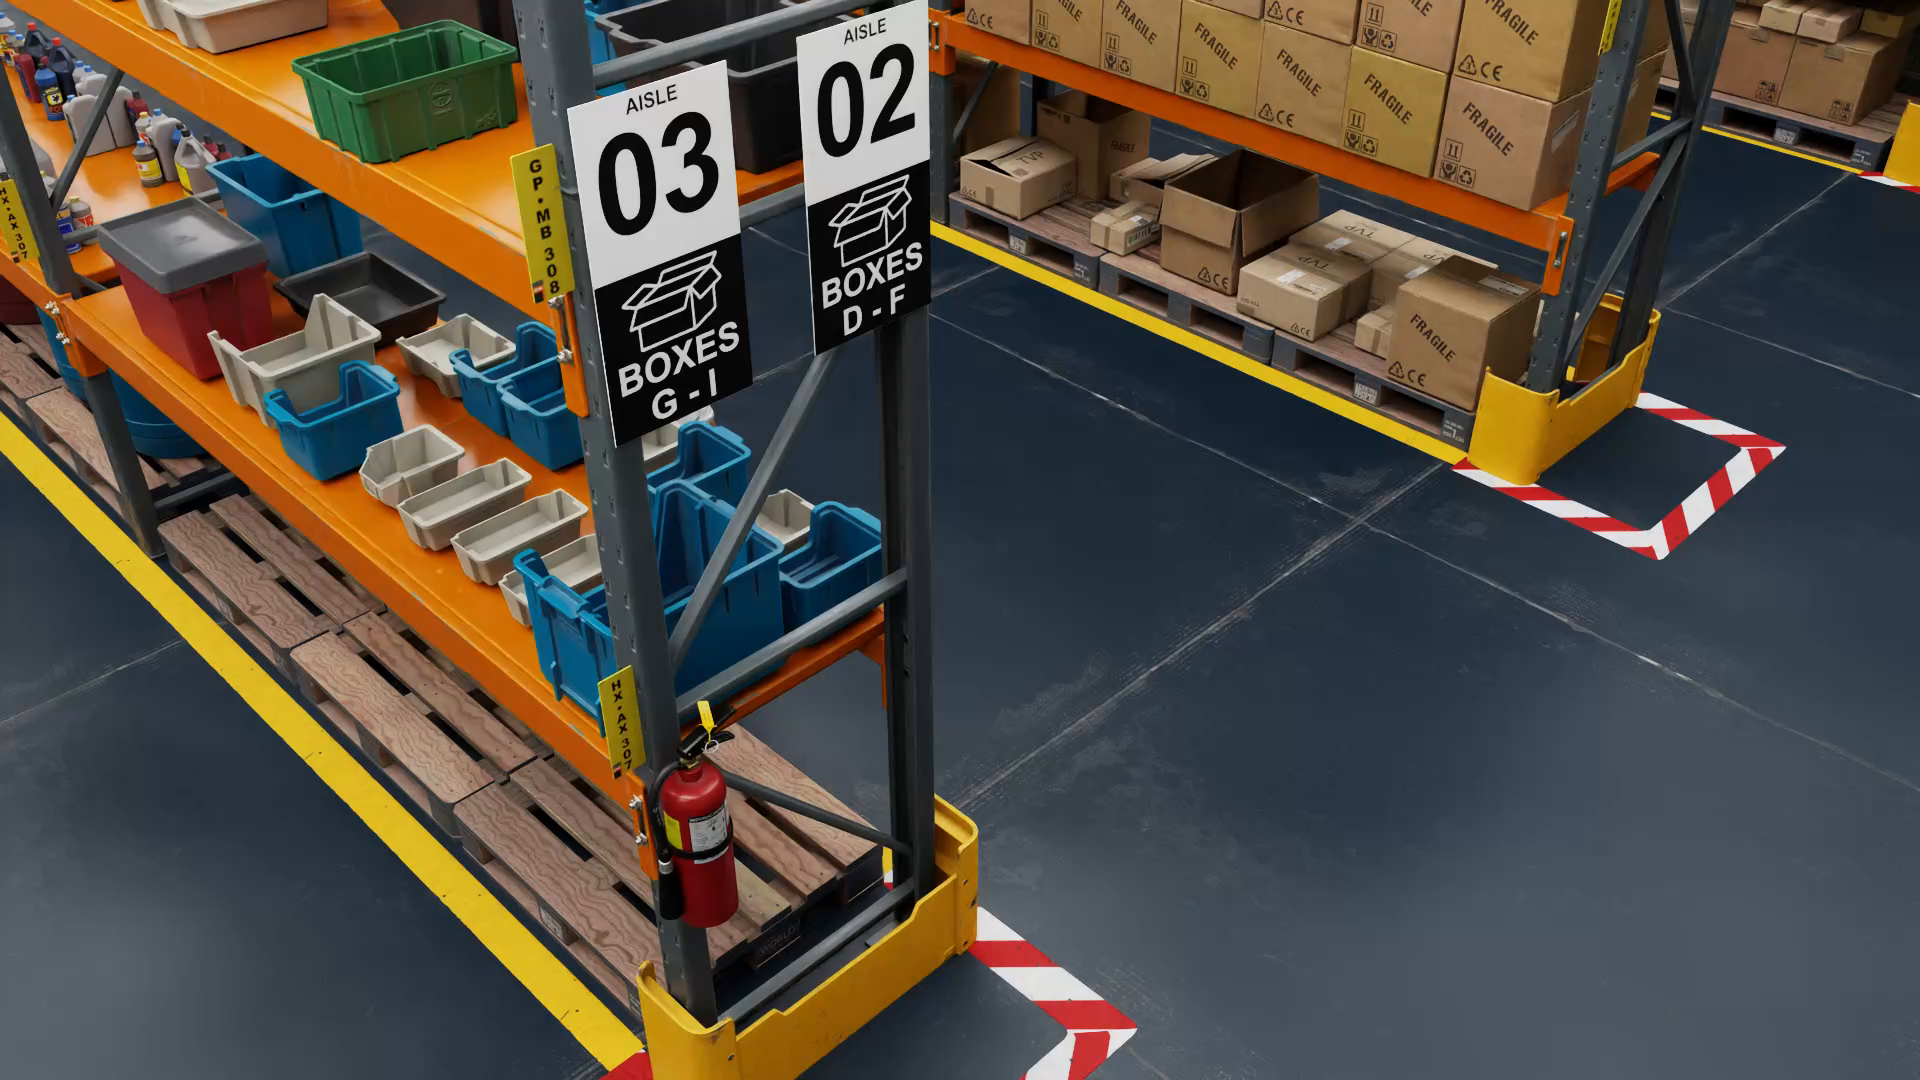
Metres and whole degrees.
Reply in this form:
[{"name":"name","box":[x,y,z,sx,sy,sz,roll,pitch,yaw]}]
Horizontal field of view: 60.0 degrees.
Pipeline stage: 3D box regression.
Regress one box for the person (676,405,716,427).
[{"name":"person","box":[-1.141,-0.144,6.342,0.470,1.666,0.543,29,45,34]}]
